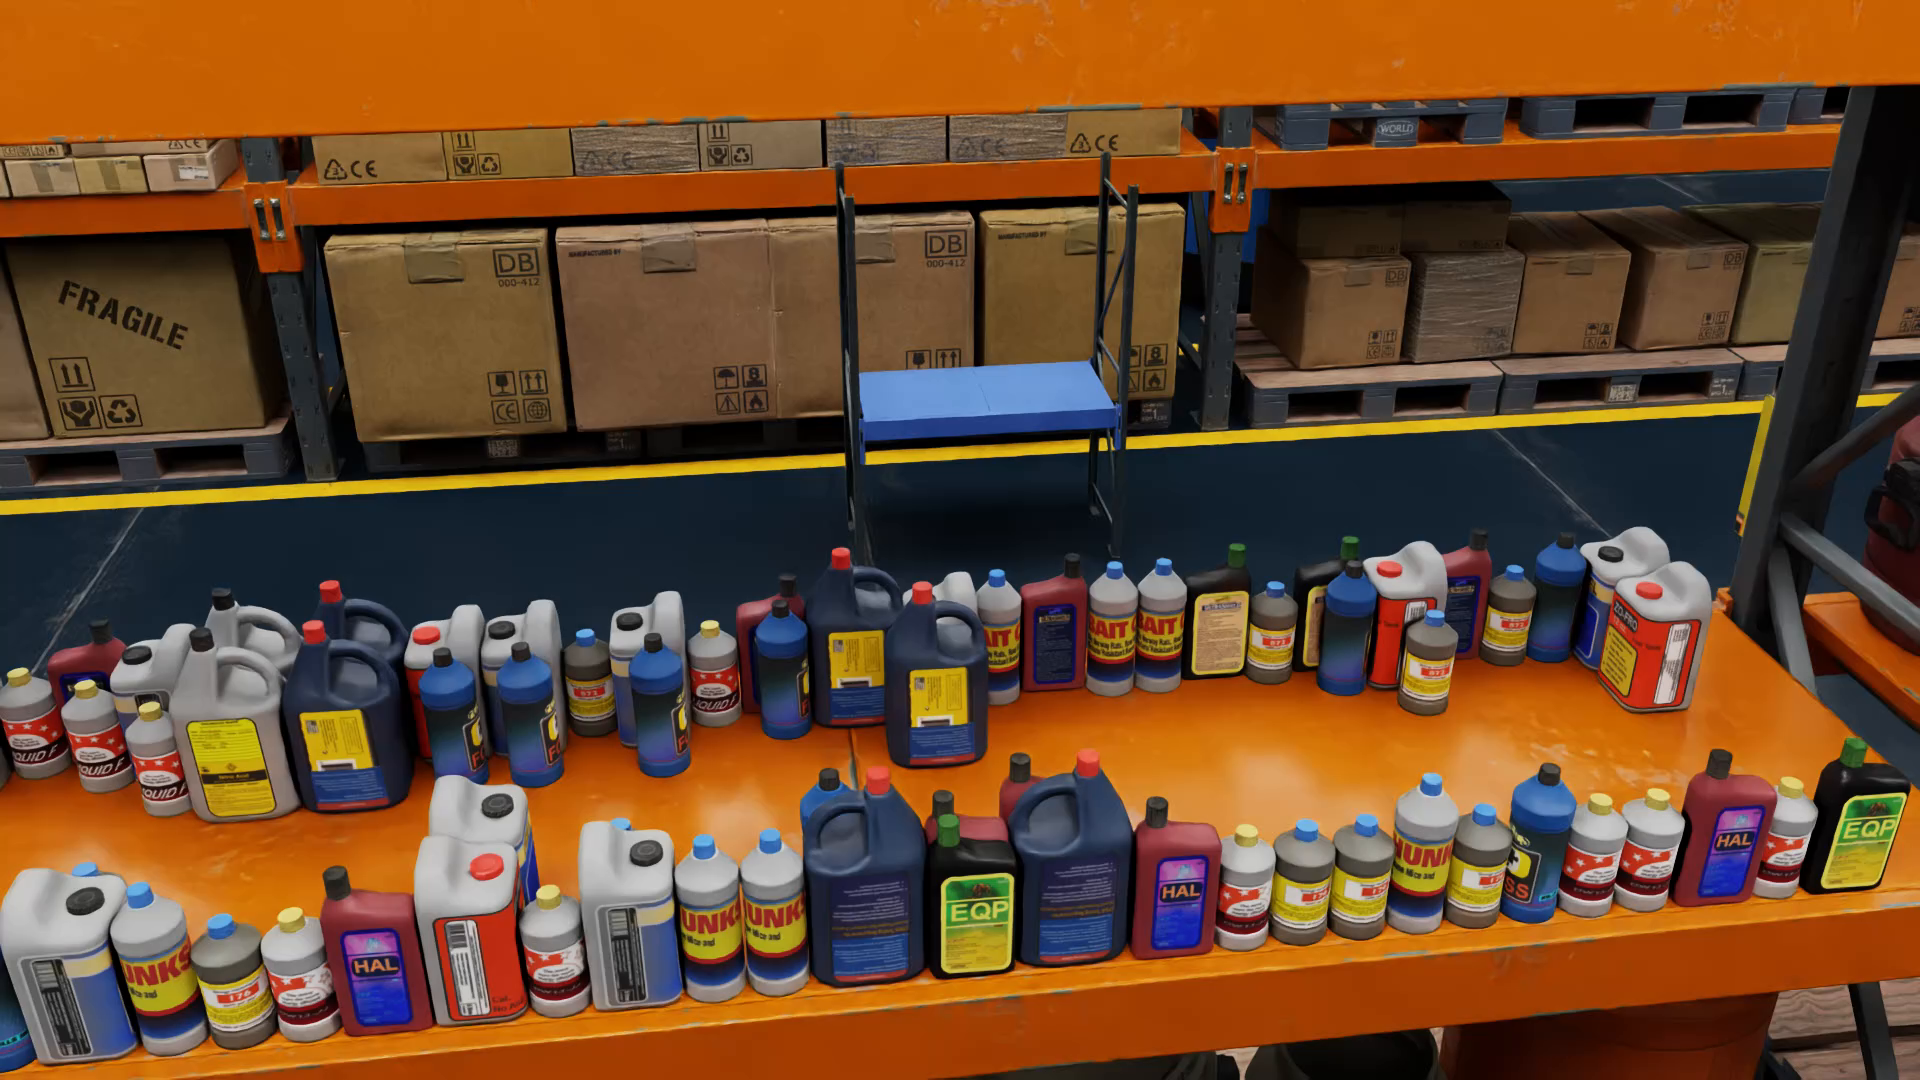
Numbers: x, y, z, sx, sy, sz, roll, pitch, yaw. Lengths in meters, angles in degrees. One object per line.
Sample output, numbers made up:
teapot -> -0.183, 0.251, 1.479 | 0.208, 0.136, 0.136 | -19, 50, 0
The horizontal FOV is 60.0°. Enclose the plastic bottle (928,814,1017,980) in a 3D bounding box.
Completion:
plastic bottle -> 0.019, 0.540, 2.539 | 0.133, 0.283, 0.061 | -4, 27, -7

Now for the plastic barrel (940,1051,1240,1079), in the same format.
plastic barrel -> 0.206, 1.173, 3.359 | 0.708, 0.588, 0.600 | -4, 27, -7

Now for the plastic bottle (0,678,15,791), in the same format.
plastic bottle -> -1.809, 0.315, 2.986 | 0.135, 0.276, 0.152 | -4, 27, -7

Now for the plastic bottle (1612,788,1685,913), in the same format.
plastic bottle -> 1.120, 0.497, 2.712 | 0.097, 0.201, 0.097 | 0, 27, 0

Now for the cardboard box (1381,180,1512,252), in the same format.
cardboard box -> 2.300, -1.574, 7.967 | 0.500, 0.250, 0.500 | -1, 27, -1

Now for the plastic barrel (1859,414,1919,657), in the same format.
plastic barrel -> 2.224, -0.050, 3.413 | 0.708, 0.536, 0.600 | -4, 27, -7

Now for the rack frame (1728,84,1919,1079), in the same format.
rack frame -> 1.807, 0.177, 3.120 | 0.127, 3.000, 1.000 | -4, 27, -7

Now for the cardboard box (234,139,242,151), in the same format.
cardboard box -> -3.183, -1.828, 7.302 | 0.250, 0.149, 0.380 | -4, 27, -7

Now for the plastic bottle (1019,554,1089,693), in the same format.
plastic bottle -> 0.183, 0.163, 3.275 | 0.133, 0.283, 0.061 | -4, 27, -7

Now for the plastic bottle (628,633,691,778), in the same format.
plastic bottle -> -0.549, 0.294, 3.033 | 0.097, 0.271, 0.097 | 0, 27, 0

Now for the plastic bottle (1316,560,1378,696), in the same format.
plastic bottle -> 0.765, 0.167, 3.279 | 0.097, 0.271, 0.097 | 0, 27, 0

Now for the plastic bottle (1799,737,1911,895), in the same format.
plastic bottle -> 1.466, 0.447, 2.721 | 0.133, 0.283, 0.061 | -4, 27, -7

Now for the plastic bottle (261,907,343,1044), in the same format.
plastic bottle -> -0.969, 0.632, 2.451 | 0.097, 0.201, 0.097 | 0, 27, 0

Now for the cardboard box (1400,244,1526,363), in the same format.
cardboard box -> 2.325, -1.239, 8.135 | 0.500, 0.500, 0.700 | -6, 28, -11

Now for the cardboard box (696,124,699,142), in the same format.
cardboard box -> -1.412, -2.070, 7.390 | 0.500, 0.500, 0.500 | -4, 27, -8

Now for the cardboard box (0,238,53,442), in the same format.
cardboard box -> -4.400, -0.986, 7.254 | 0.875, 0.875, 0.875 | -4, 27, -7

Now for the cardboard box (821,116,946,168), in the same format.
cardboard box -> -0.346, -1.900, 7.058 | 0.500, 0.500, 0.500 | -5, 28, -9

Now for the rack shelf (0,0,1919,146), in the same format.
rack shelf -> -0.174, -0.711, 2.352 | 4.000, 0.370, 1.077 | -4, 27, -7

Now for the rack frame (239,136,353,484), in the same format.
rack frame -> -2.844, -1.808, 6.988 | 0.127, 3.000, 1.000 | -4, 27, -7

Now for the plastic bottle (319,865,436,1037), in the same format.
plastic bottle -> -0.852, 0.596, 2.430 | 0.133, 0.283, 0.061 | -4, 27, -7

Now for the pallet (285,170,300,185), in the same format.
pallet -> -4.095, -2.757, 11.893 | 1.213, 0.211, 1.003 | -4, 27, -7

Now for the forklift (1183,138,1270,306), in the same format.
forklift -> 2.406, -3.098, 9.576 | 1.130, 2.935, 3.031 | 16, 31, 28

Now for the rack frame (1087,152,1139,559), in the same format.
rack frame -> 0.588, -0.705, 6.481 | 0.032, 1.500, 0.500 | -4, 27, -7

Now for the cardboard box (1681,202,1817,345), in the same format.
cardboard box -> 3.992, -1.349, 8.350 | 0.500, 0.500, 0.700 | -4, 27, -7

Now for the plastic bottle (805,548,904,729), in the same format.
plastic bottle -> -0.199, 0.177, 3.174 | 0.185, 0.351, 0.144 | -4, 27, -7

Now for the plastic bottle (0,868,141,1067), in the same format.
plastic bottle -> -1.280, 0.606, 2.420 | 0.135, 0.276, 0.152 | -4, 27, -7

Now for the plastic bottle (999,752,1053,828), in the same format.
plastic bottle -> 0.131, 0.466, 2.683 | 0.133, 0.283, 0.061 | -4, 27, -7

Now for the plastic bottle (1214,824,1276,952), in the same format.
plastic bottle -> 0.446, 0.541, 2.628 | 0.097, 0.201, 0.097 | 0, 27, 0

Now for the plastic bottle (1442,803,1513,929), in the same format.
plastic bottle -> 0.831, 0.516, 2.676 | 0.097, 0.201, 0.097 | 0, 27, 0

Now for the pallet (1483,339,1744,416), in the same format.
pallet -> 3.096, -0.947, 8.364 | 1.213, 0.211, 1.003 | -4, 27, -7

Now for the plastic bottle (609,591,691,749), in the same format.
plastic bottle -> -0.585, 0.236, 3.139 | 0.135, 0.276, 0.152 | -4, 27, -7

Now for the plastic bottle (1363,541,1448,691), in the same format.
plastic bottle -> 0.875, 0.143, 3.322 | 0.135, 0.276, 0.152 | -4, 27, -7

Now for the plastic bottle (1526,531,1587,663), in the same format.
plastic bottle -> 1.215, 0.110, 3.390 | 0.097, 0.271, 0.097 | 0, 27, 0

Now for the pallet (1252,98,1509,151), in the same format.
pallet -> 1.808, -2.071, 7.710 | 1.003, 0.211, 1.213 | -4, 27, -7

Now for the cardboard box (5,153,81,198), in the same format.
cardboard box -> -3.610, -1.496, 6.655 | 0.250, 0.149, 0.380 | -4, 27, -8

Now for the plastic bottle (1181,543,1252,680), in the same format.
plastic bottle -> 0.508, 0.142, 3.315 | 0.133, 0.283, 0.061 | -4, 27, -7

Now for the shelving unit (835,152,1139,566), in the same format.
shelving unit -> 0.084, -0.673, 6.418 | 1.048, 1.500, 0.538 | -4, 27, -7

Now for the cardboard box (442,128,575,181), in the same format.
cardboard box -> -1.856, -1.801, 6.865 | 0.500, 0.500, 0.500 | -4, 27, -7

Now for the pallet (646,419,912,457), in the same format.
pallet -> -0.880, -0.730, 7.941 | 1.213, 0.211, 1.003 | -4, 27, -7

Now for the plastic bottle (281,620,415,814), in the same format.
plastic bottle -> -1.086, 0.300, 2.934 | 0.185, 0.351, 0.144 | -4, 27, -7

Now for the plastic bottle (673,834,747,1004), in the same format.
plastic bottle -> -0.378, 0.562, 2.509 | 0.097, 0.271, 0.097 | 0, 27, 0

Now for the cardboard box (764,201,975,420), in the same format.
cardboard box -> -0.453, -1.216, 7.702 | 0.875, 0.875, 1.225 | -4, 27, -7

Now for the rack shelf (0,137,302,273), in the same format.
rack shelf -> -4.825, -1.361, 6.904 | 4.000, 0.370, 1.077 | -4, 27, -7

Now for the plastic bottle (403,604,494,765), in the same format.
plastic bottle -> -0.948, 0.260, 3.094 | 0.135, 0.276, 0.152 | -4, 27, -7

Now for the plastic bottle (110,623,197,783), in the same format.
plastic bottle -> -1.447, 0.292, 3.031 | 0.135, 0.276, 0.152 | -4, 27, -7

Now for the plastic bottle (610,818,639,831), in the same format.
plastic bottle -> -0.532, 0.533, 2.642 | 0.097, 0.201, 0.097 | 0, 27, 0
